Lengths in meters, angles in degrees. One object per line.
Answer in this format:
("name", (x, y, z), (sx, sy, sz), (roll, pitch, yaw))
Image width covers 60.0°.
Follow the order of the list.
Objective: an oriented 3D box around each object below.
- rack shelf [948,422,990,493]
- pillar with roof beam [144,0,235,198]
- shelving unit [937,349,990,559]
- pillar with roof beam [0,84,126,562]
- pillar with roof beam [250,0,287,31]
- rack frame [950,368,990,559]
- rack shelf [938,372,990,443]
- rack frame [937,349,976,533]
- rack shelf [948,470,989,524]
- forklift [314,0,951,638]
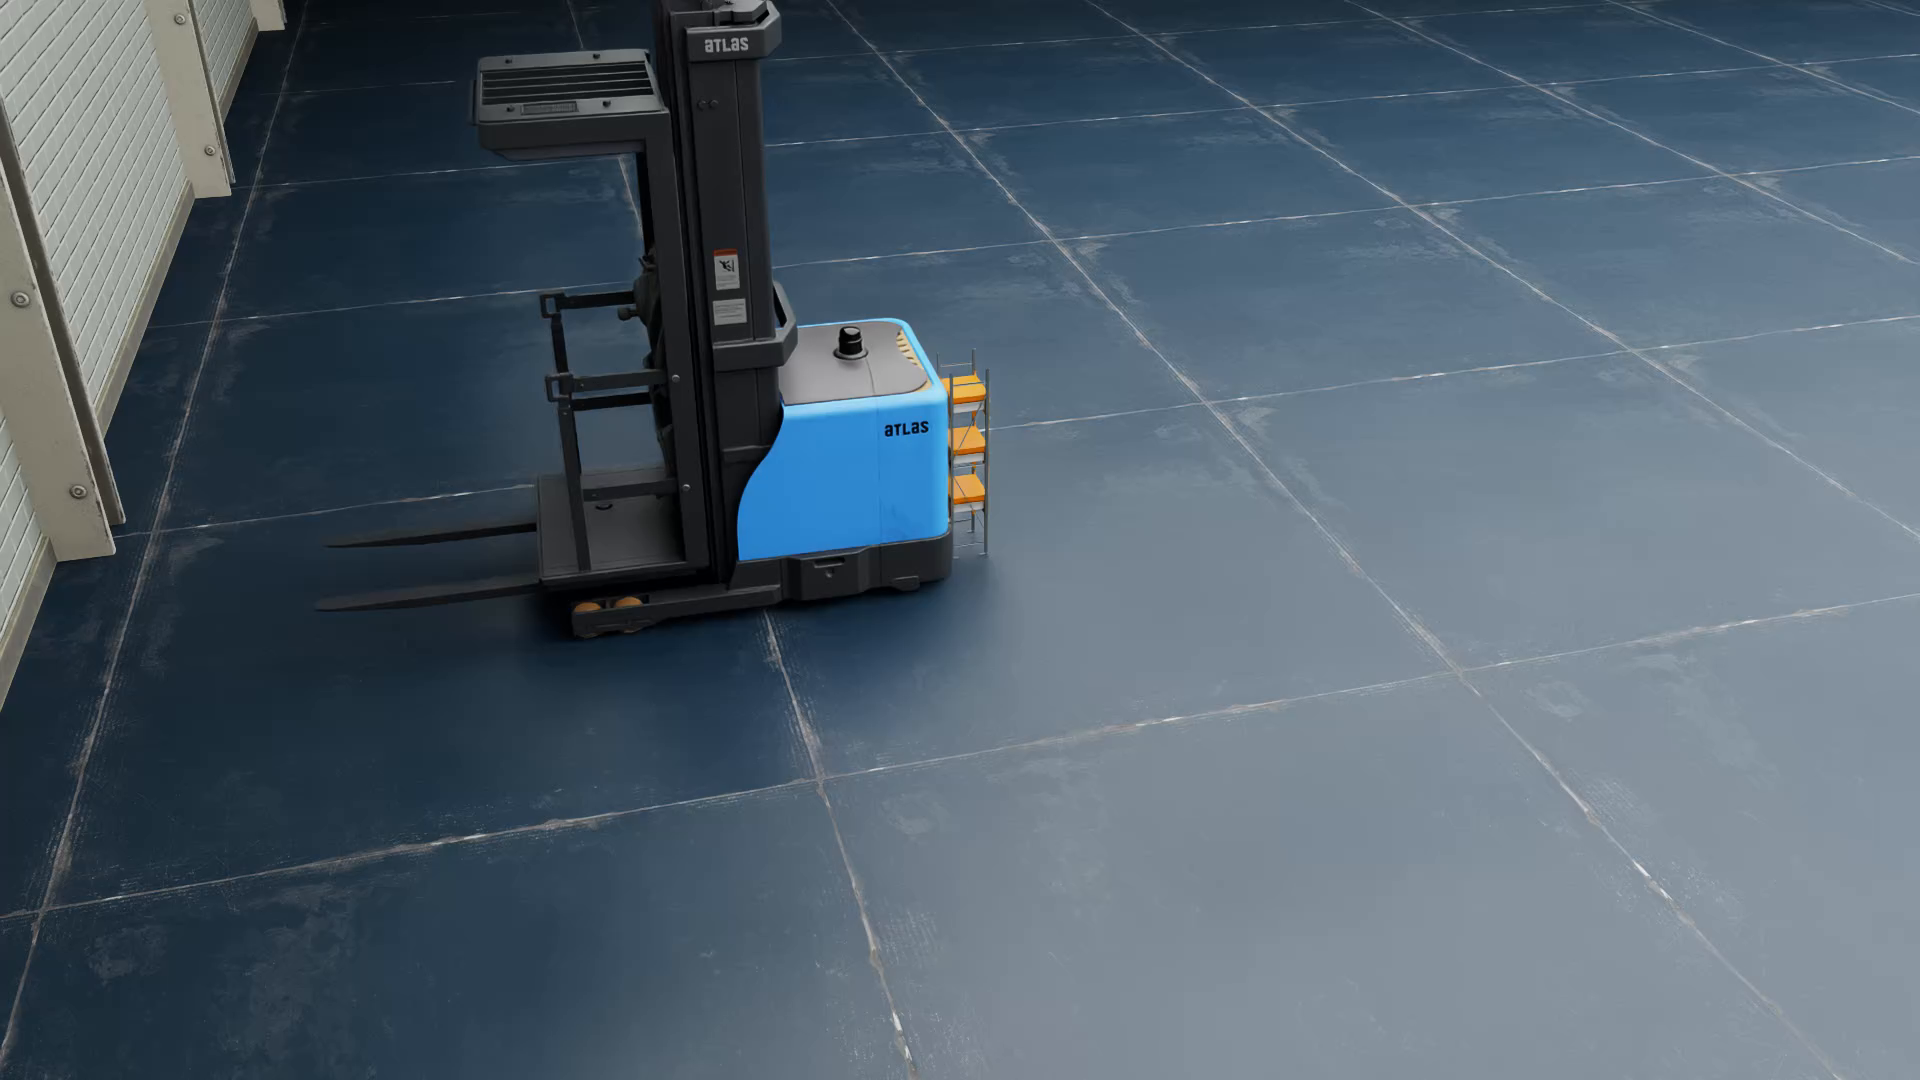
("rack shelf", (0.014, -0.419, 8.448), (0.215, 0.259, 0.240), (-8, 31, -13))
("pillar with roof beam", (-2.027, -7.365, 12.491), (9.100, 9.000, 0.400), (-8, 31, -13))
("shelving unit", (0.014, -0.429, 8.442), (0.215, 1.050, 0.252), (-8, 31, -13))
("pillar with roof beam", (-0.435, -4.467, 7.484), (9.100, 9.000, 0.400), (-8, 31, -13))
("pillar with roof beam", (-3.620, -10.263, 17.498), (9.100, 9.000, 0.400), (-8, 31, -13))
("rack frame", (0.047, -0.370, 8.341), (0.200, 1.050, 0.008), (-8, 31, -13))
("rack shelf", (0.014, -0.665, 8.306), (0.215, 0.259, 0.240), (-8, 31, -13))
("rack frame", (-0.018, -0.487, 8.544), (0.200, 1.050, 0.008), (-8, 31, -13))
("rack shelf", (0.014, -0.179, 8.587), (0.215, 0.259, 0.240), (-8, 31, -13))
("forklift", (-1.618, -1.093, 7.713), (3.031, 2.935, 1.130), (-7, 31, -12))
